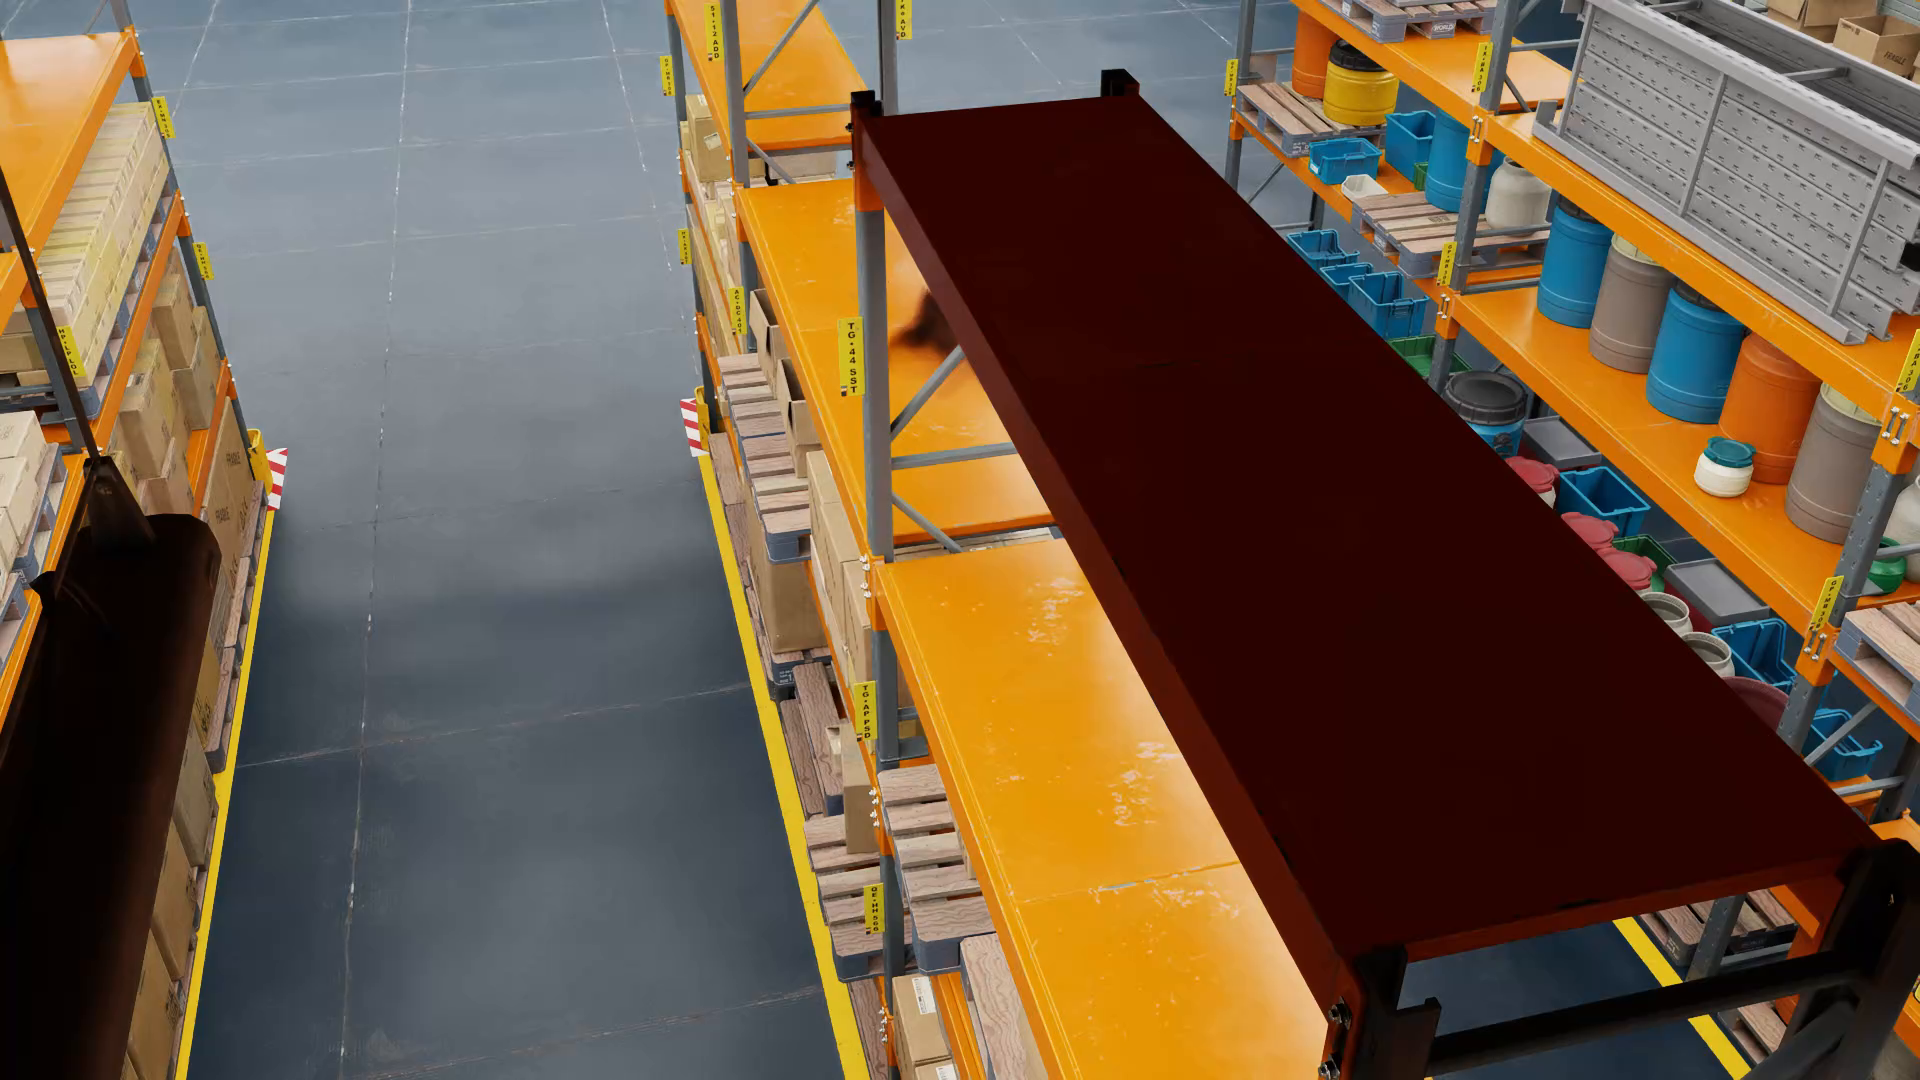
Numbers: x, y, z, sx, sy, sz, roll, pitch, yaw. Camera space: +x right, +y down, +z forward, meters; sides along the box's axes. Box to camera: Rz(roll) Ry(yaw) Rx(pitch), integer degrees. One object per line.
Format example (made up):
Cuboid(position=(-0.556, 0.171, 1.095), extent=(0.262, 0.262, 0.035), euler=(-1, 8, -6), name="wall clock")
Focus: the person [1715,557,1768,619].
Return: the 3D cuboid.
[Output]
Cuboid(position=(5.869, 0.164, 12.315), extent=(0.702, 1.808, 0.742), euler=(-9, 36, -13), name="person")
